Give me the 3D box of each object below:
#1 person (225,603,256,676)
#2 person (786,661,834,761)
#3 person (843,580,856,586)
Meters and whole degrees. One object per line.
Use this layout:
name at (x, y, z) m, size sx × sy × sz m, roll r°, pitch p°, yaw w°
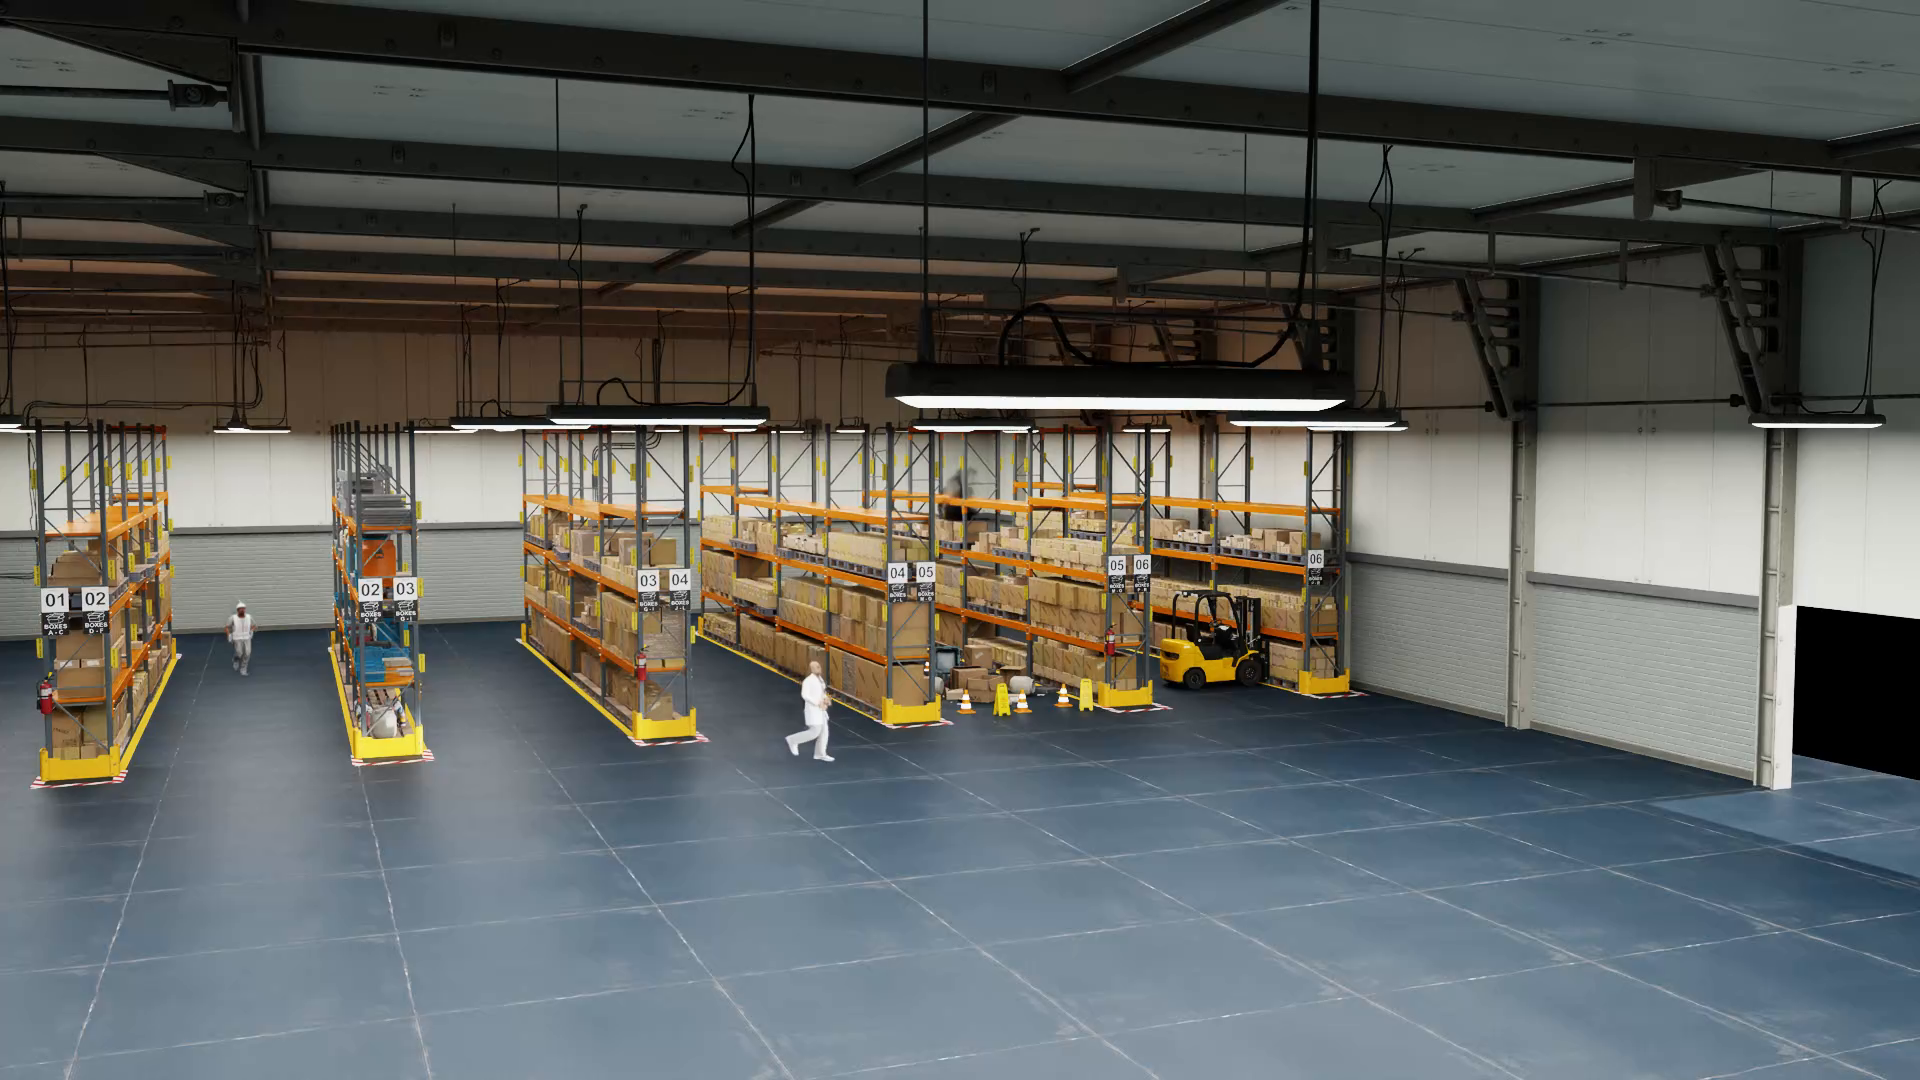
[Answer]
person at (-17.163, 2.375, 39.749) m, size 0.686 × 1.733 × 0.599 m, roll -3°, pitch 4°, yaw -37°
person at (-2.622, 3.020, 29.405) m, size 0.835 × 1.768 × 0.717 m, roll 1°, pitch 4°, yaw 16°
person at (-3.419, 1.678, 51.175) m, size 0.625 × 1.708 × 0.726 m, roll -1°, pitch 4°, yaw -8°
